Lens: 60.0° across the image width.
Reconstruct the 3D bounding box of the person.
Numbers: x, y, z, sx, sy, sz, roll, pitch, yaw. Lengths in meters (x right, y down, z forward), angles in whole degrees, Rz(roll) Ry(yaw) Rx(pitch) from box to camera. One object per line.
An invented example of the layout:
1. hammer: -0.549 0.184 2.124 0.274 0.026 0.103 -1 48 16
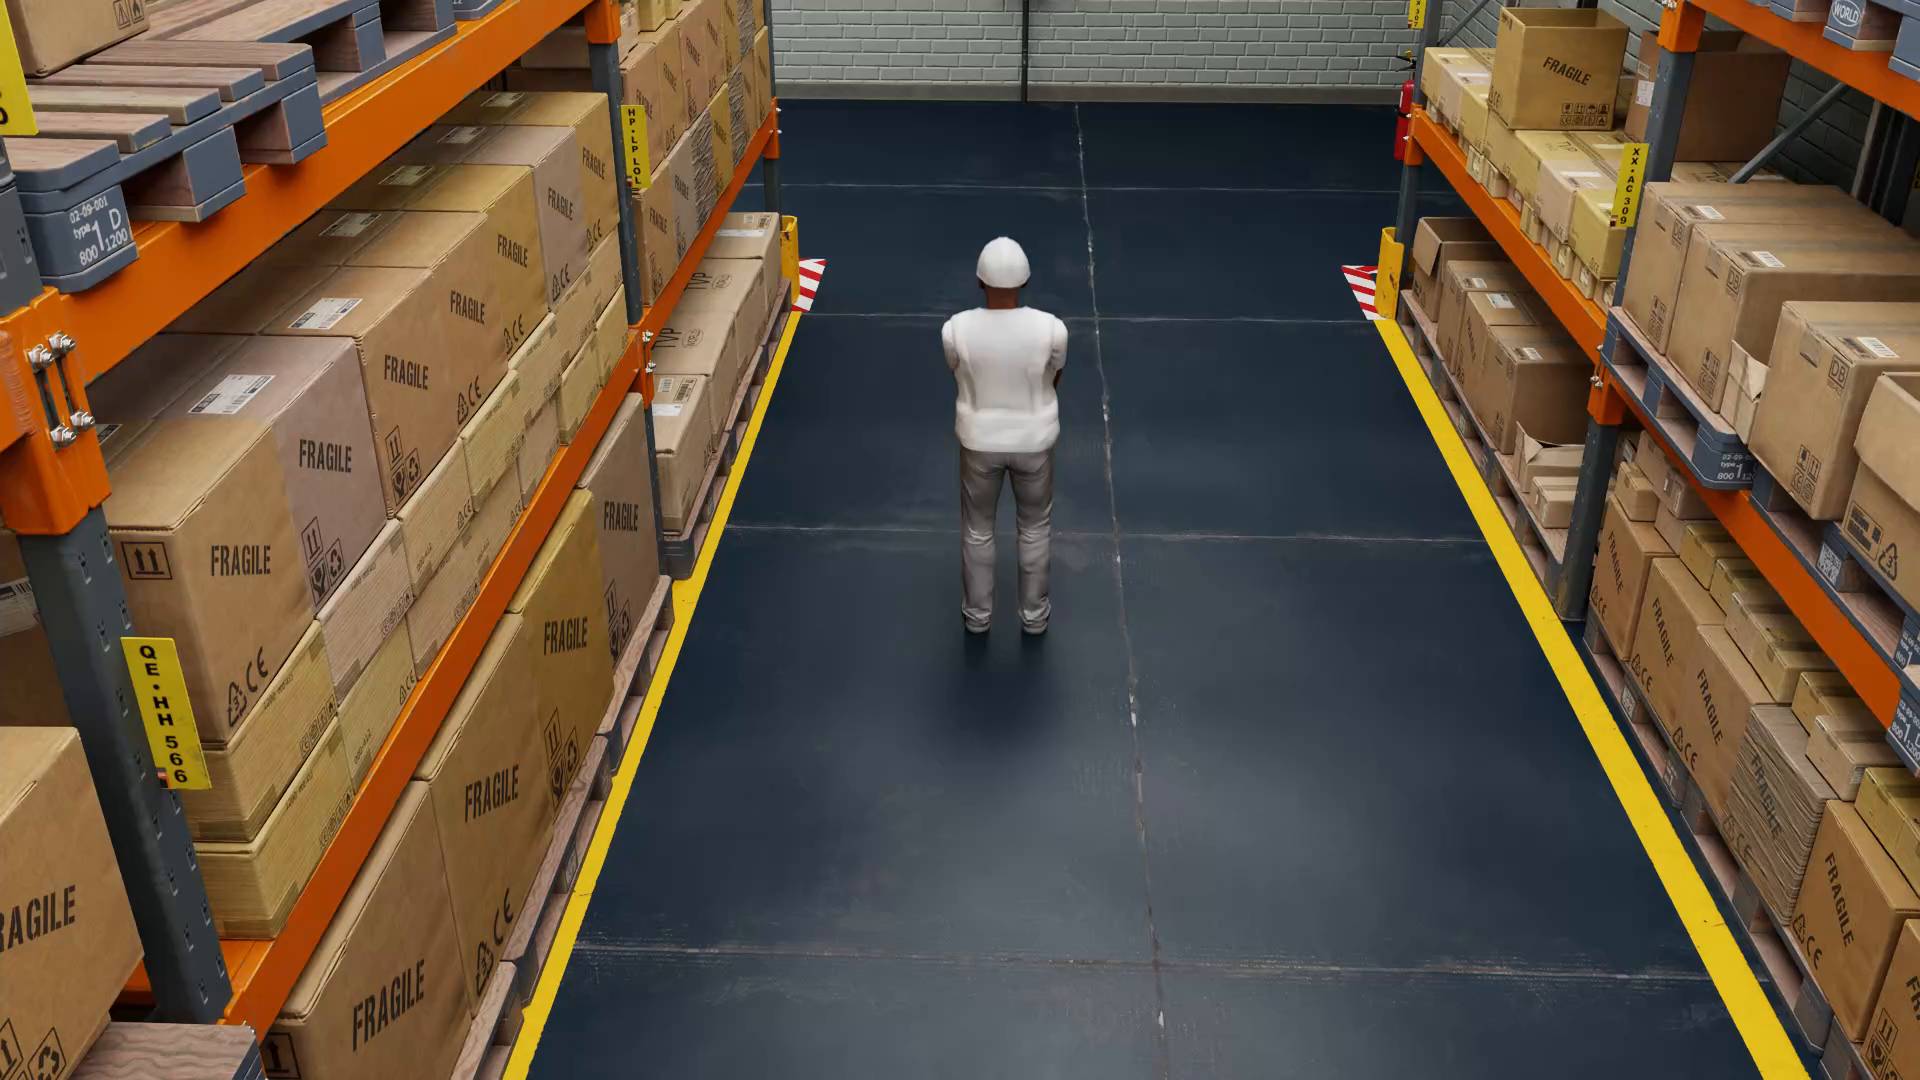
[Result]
1. person: 0.186 -0.457 6.968 0.503 1.760 0.577 1 28 3
